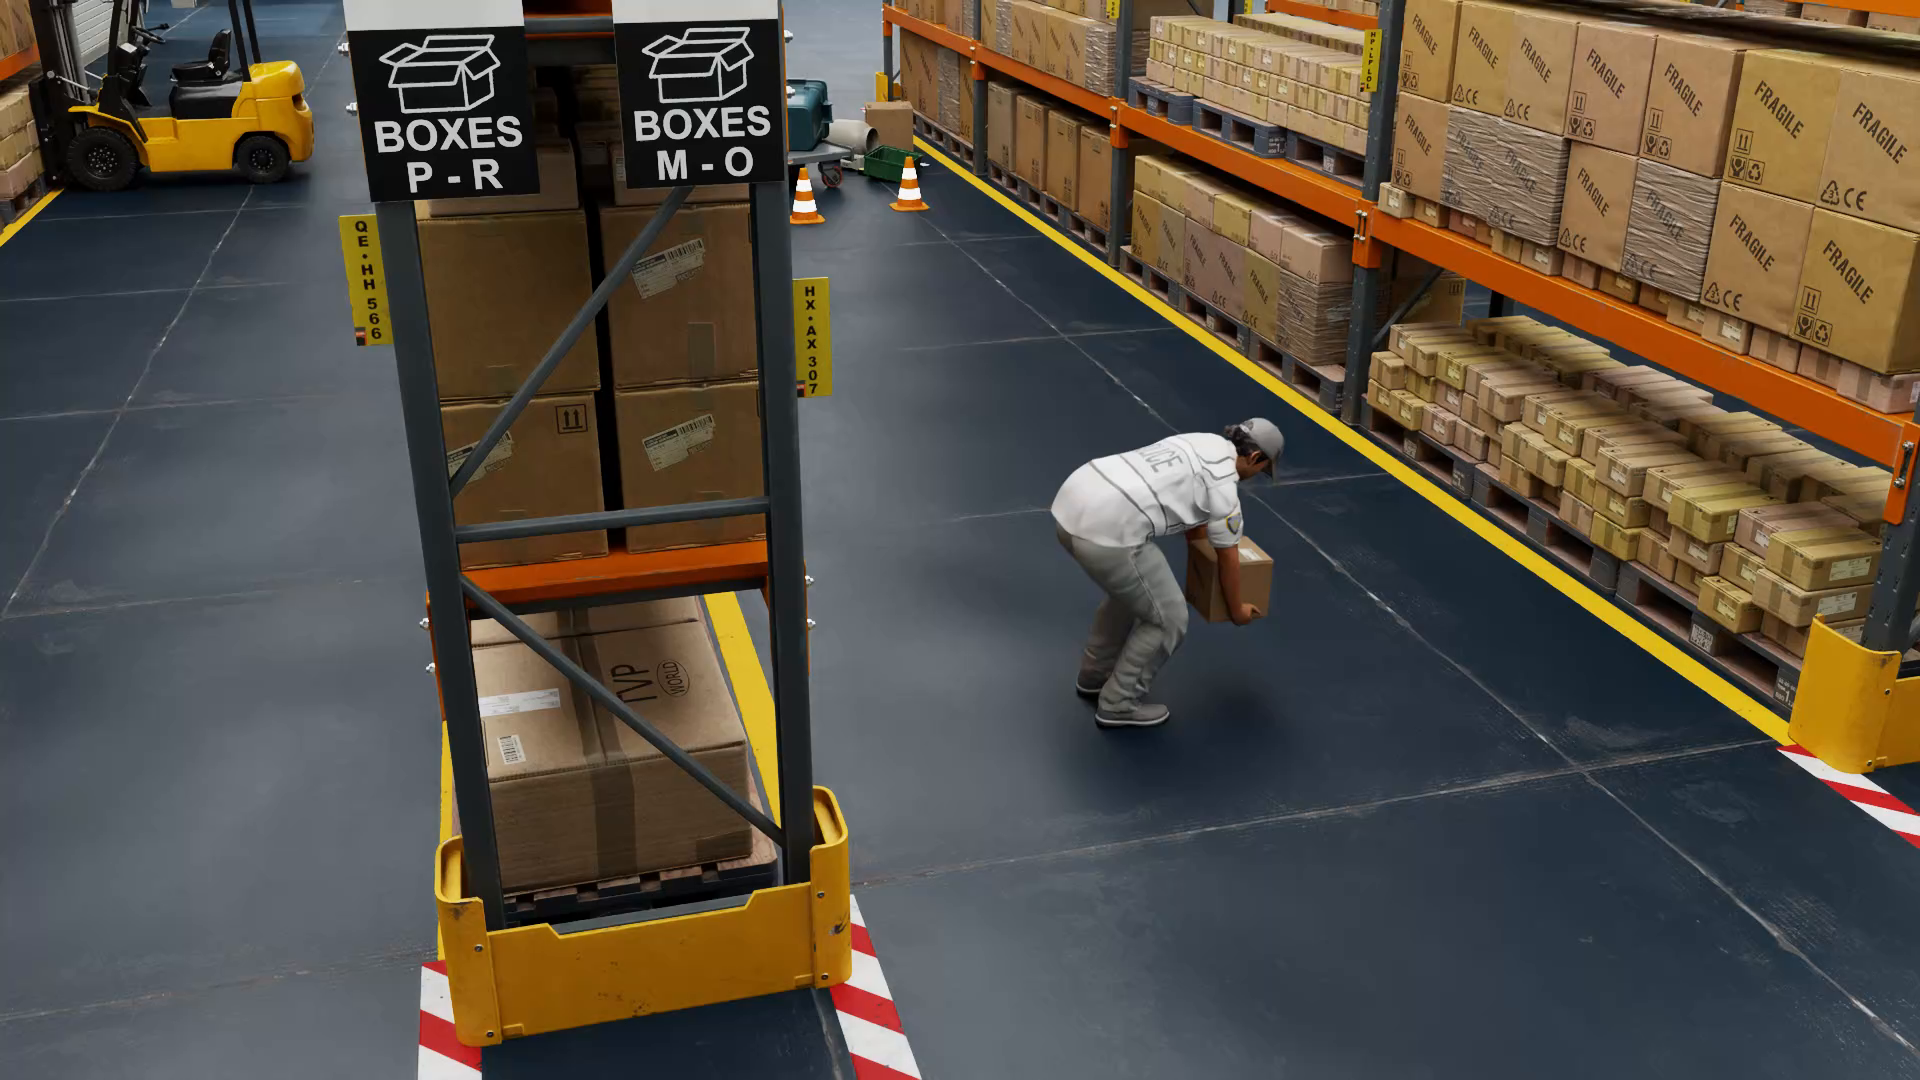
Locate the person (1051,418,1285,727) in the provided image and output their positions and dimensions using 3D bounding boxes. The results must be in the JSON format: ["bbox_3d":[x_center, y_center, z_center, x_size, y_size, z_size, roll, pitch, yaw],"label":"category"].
[{"bbox_3d":[0.813,0.112,6.490,0.920,1.153,0.492,-7,24,-17],"label":"person"}]
